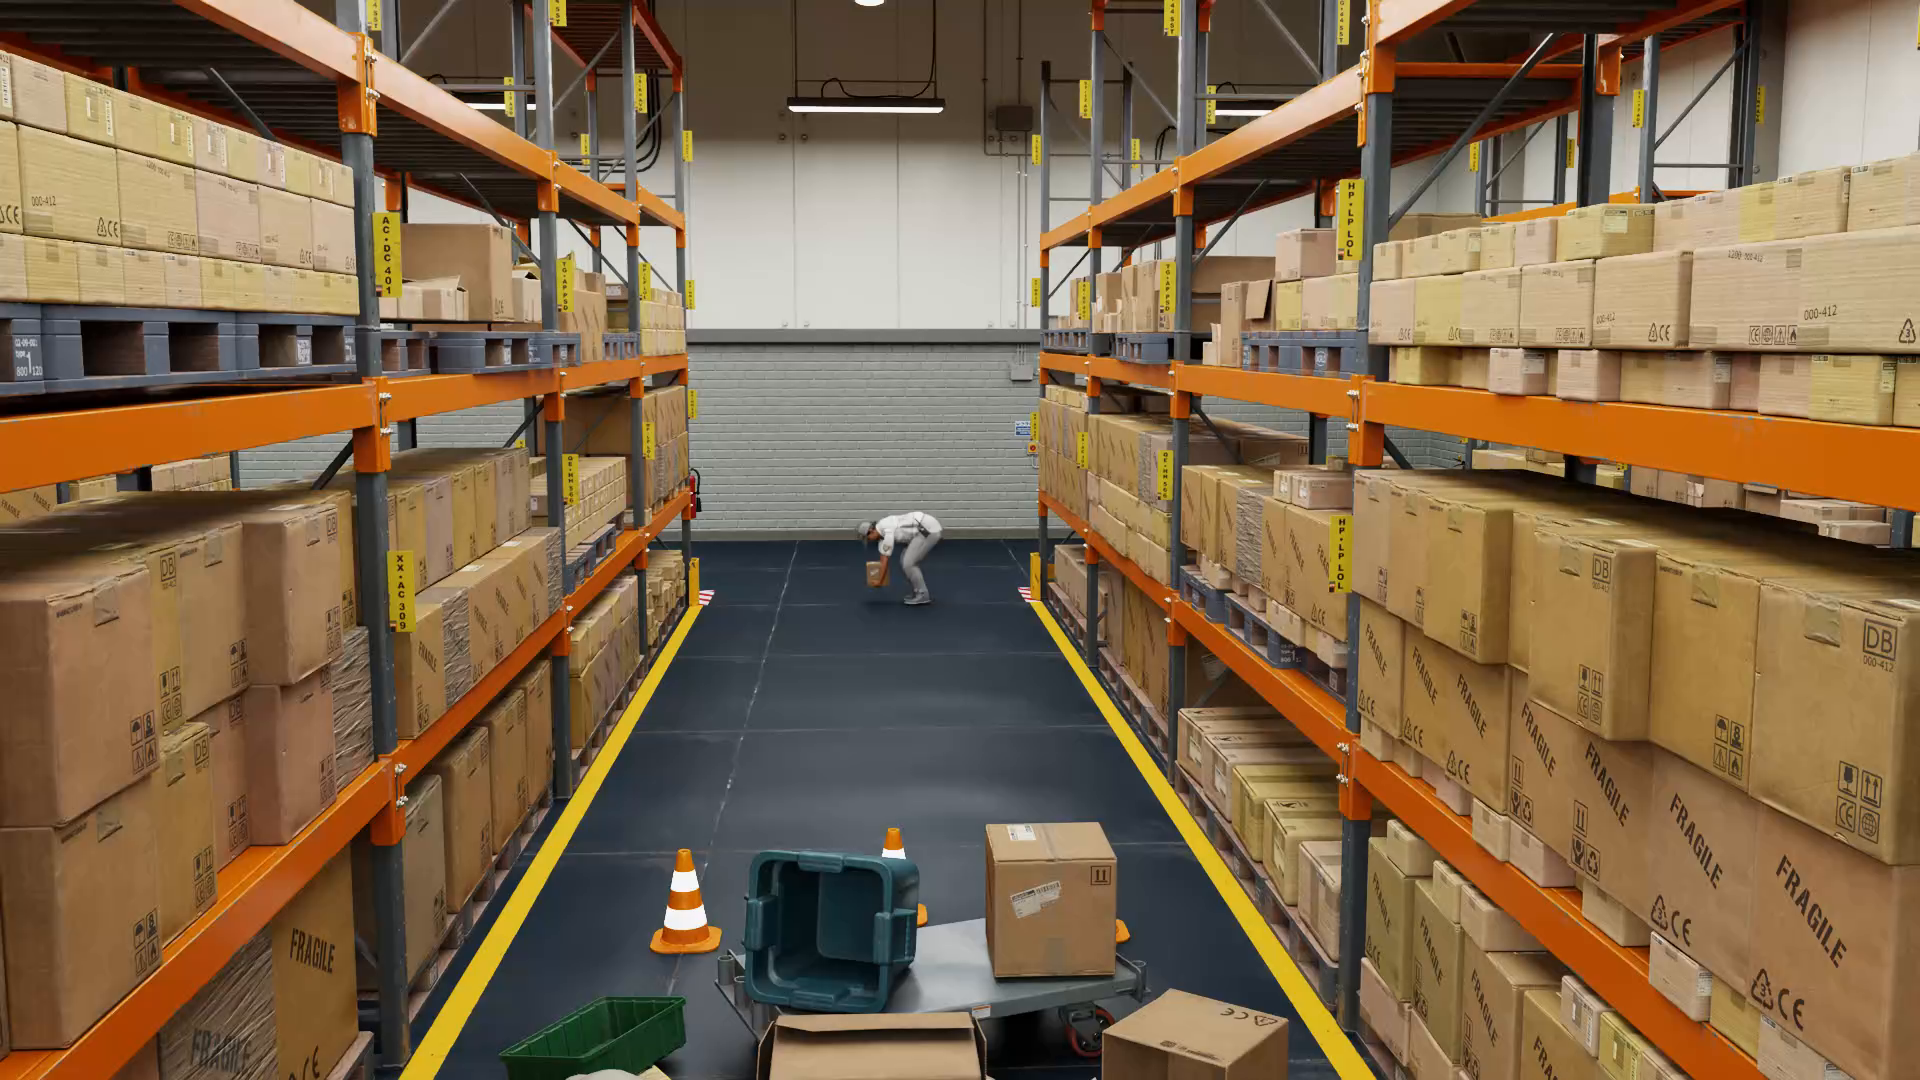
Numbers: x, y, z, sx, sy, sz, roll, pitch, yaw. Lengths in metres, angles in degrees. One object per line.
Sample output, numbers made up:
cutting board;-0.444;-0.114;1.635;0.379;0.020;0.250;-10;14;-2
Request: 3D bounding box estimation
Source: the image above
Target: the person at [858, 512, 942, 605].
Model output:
person;-0.677;0.202;18.744;0.951;1.025;0.494;-1;7;-6
